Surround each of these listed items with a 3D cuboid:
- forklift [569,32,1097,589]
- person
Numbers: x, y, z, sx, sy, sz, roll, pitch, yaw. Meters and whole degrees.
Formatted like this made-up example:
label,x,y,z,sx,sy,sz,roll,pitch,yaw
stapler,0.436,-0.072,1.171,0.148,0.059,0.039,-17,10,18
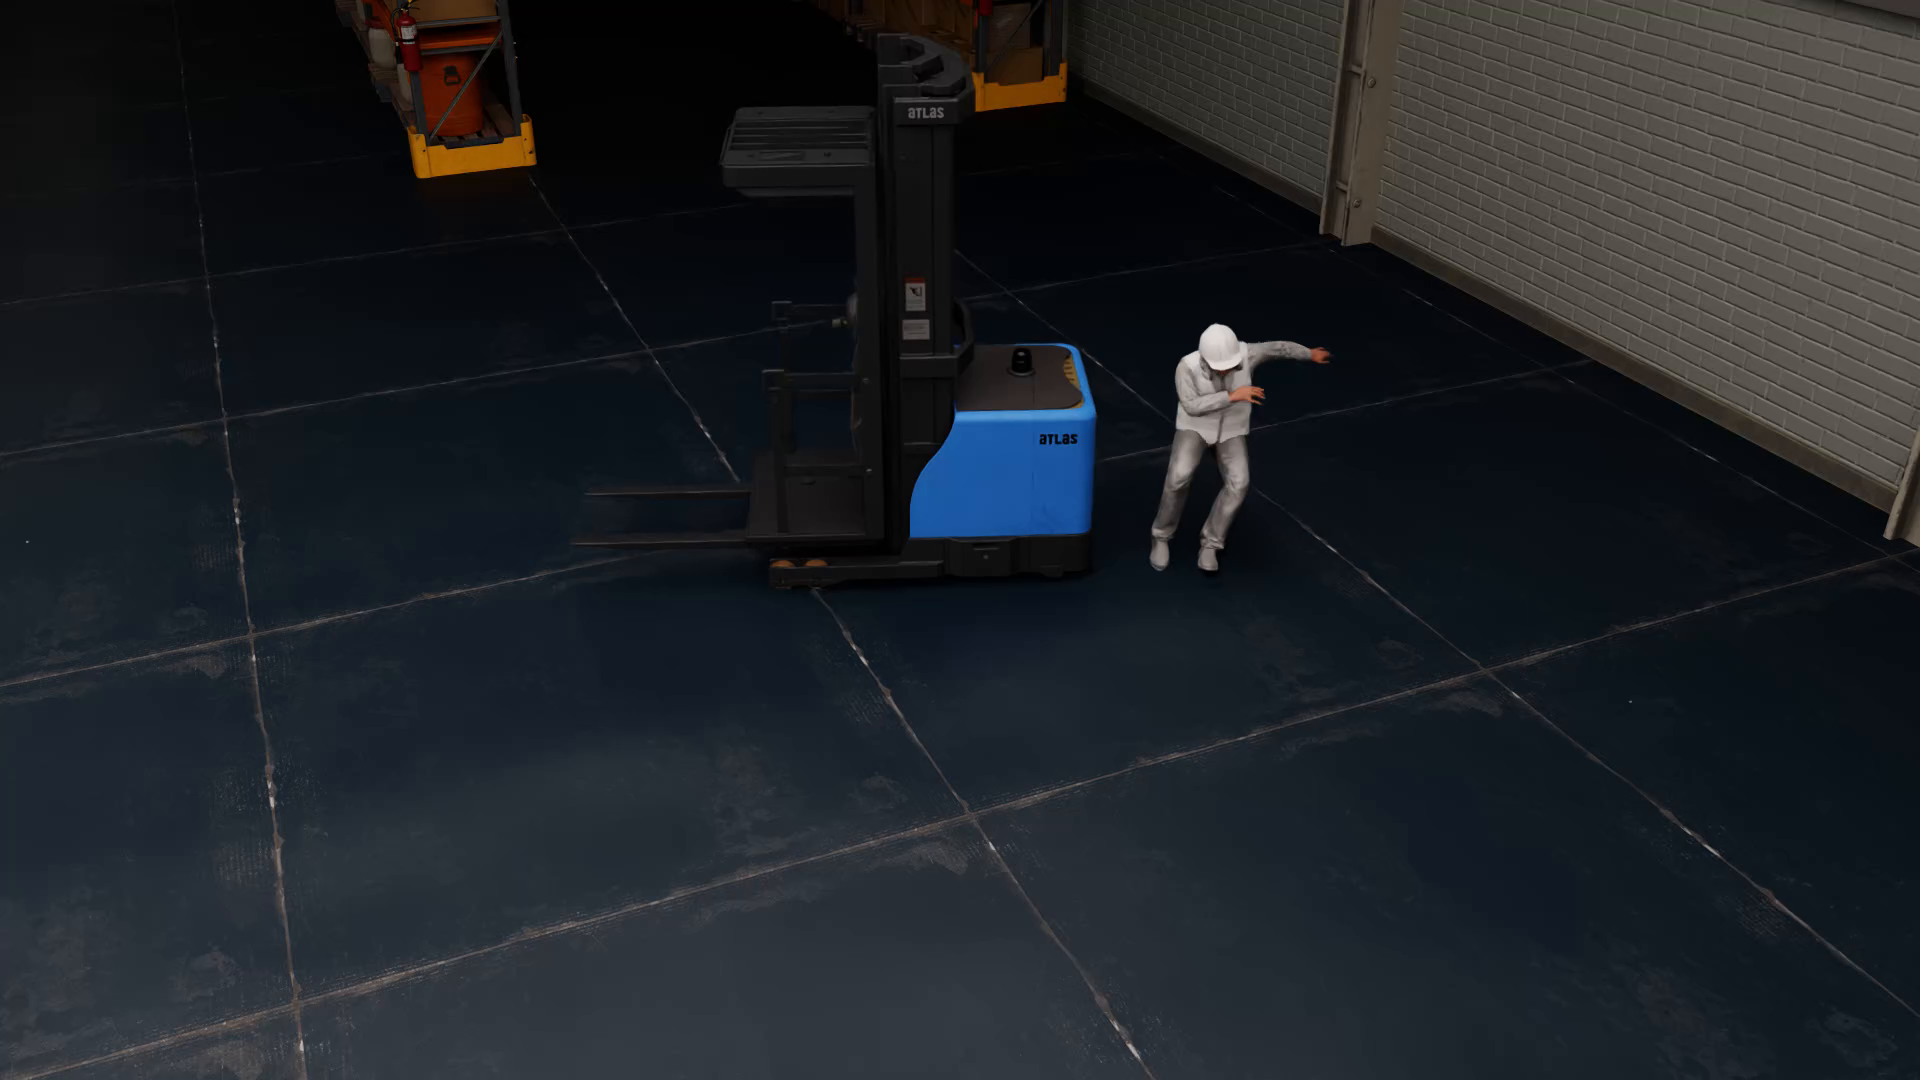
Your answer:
label,x,y,z,sx,sy,sz,roll,pitch,yaw
forklift,-0.760,-1.257,9.318,3.031,2.935,1.130,-1,30,-2
person,1.683,-0.613,9.706,1.183,1.437,0.895,-3,30,-5
